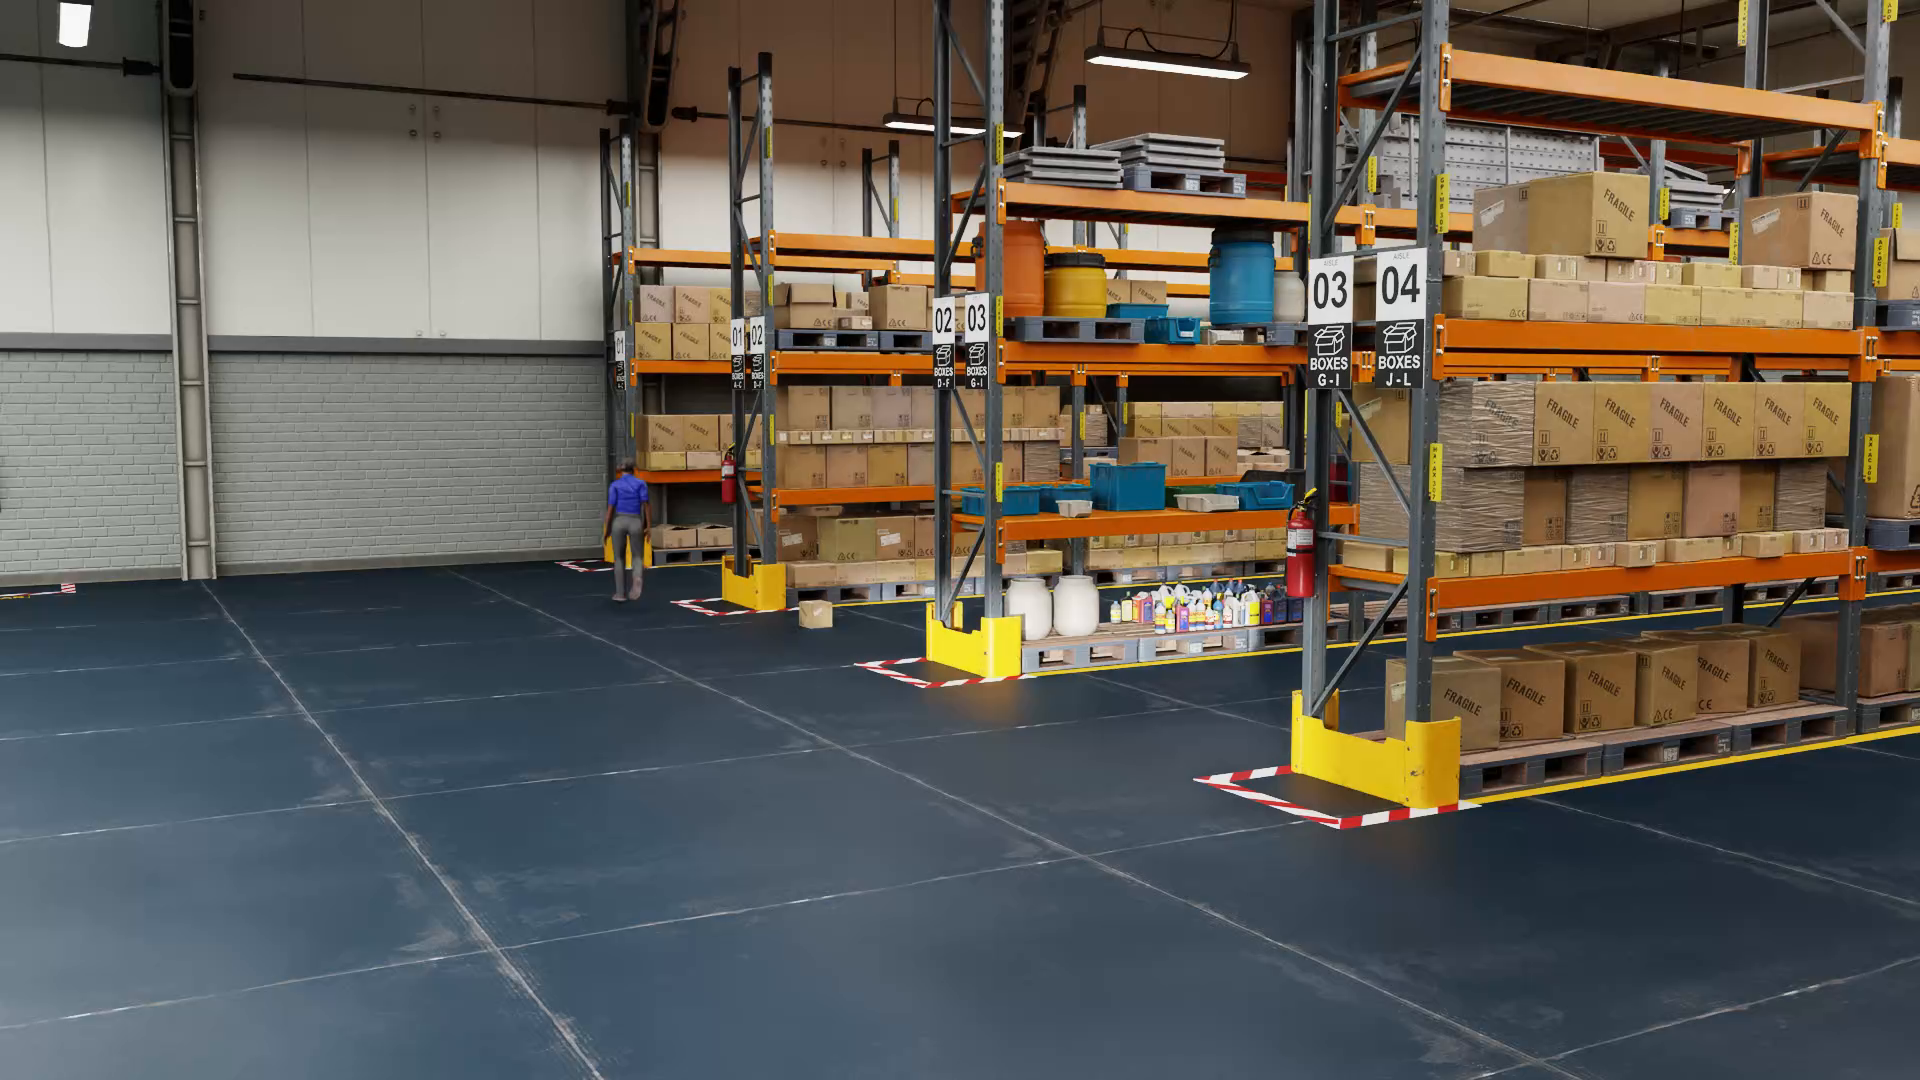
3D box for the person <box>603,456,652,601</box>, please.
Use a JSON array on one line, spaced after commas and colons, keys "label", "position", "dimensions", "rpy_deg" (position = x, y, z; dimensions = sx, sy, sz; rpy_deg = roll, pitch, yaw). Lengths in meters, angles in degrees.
[{"label": "person", "position": [-3.727, -0.121, 18.680], "dimensions": [0.531, 1.633, 0.590], "rpy_deg": [-2, 5, -17]}]
